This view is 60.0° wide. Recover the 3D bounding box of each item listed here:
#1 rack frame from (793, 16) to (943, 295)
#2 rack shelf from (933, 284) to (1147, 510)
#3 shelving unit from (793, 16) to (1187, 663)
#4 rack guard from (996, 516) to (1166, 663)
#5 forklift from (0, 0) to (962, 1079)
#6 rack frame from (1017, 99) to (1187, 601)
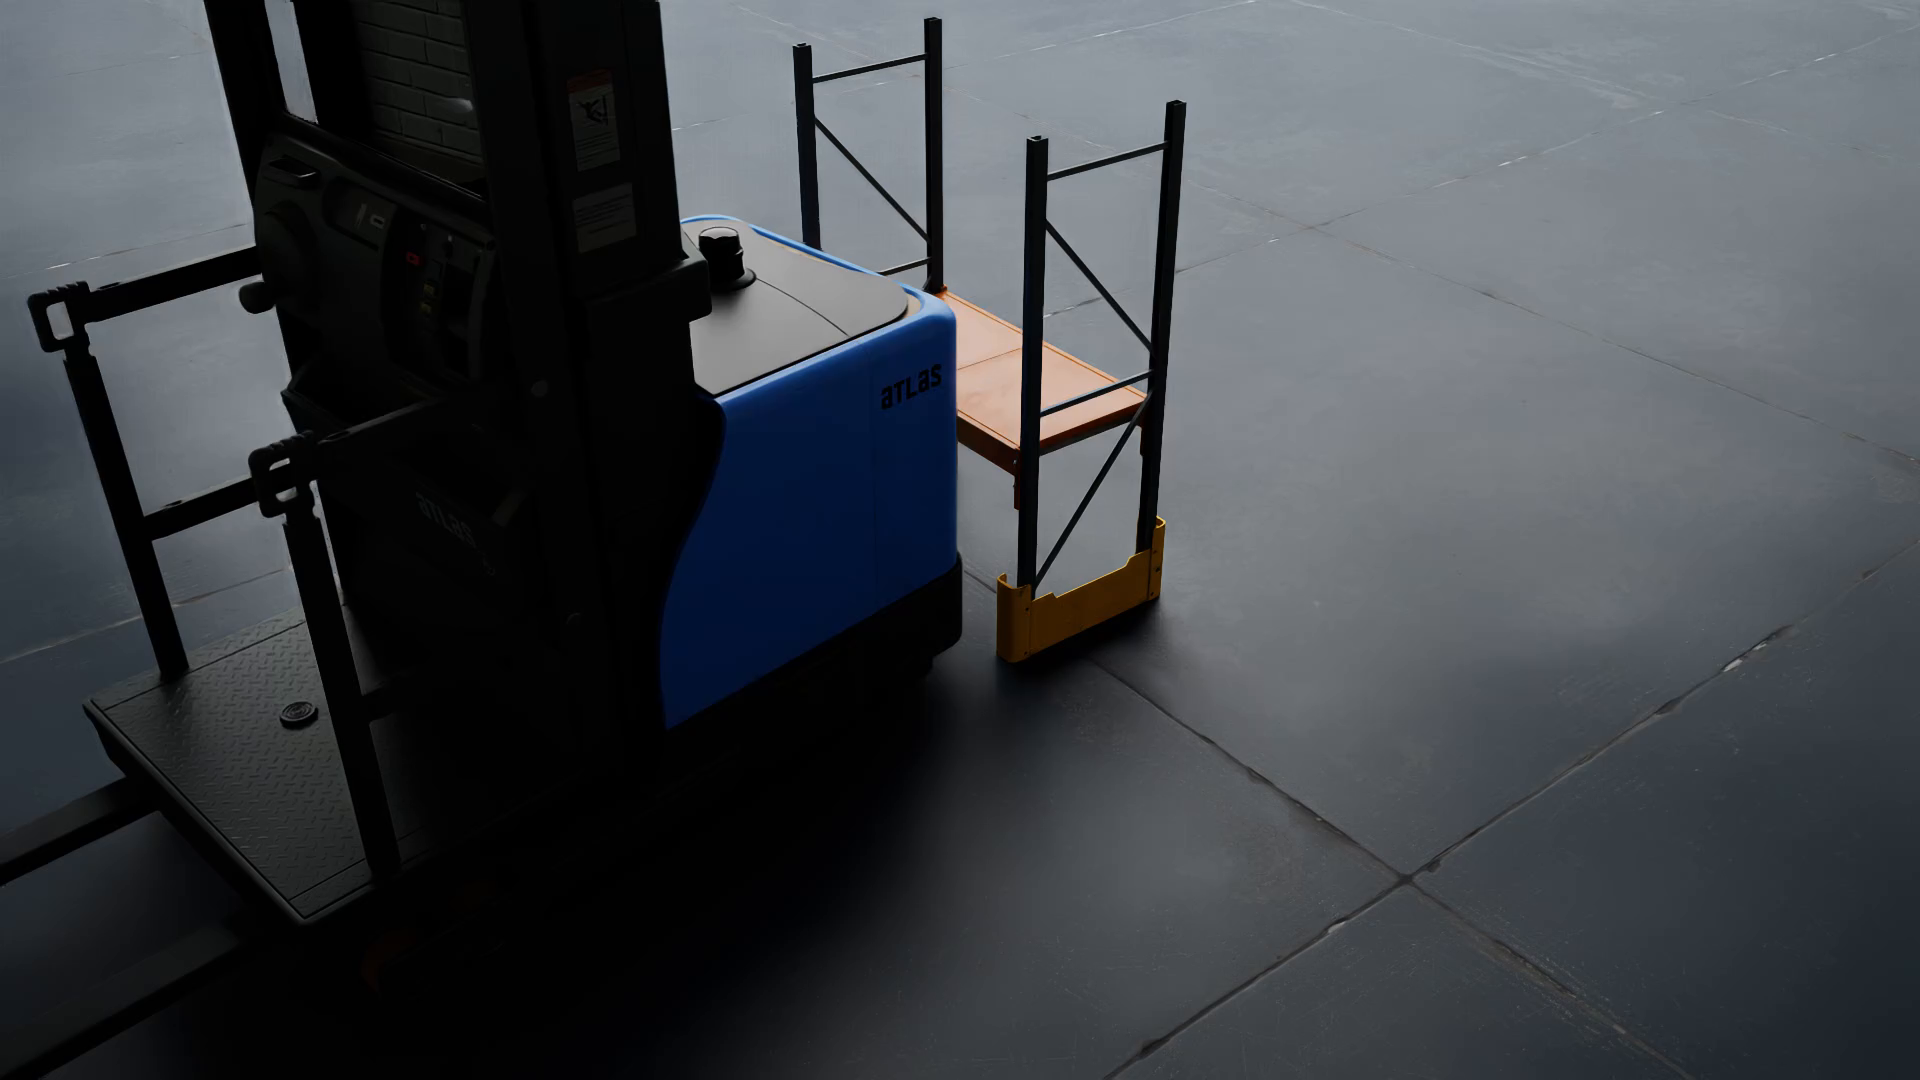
[{"bbox_3d":[-0.259,-0.813,5.138,0.500,1.500,0.032,-22,38,-31],"label":"rack frame"},{"bbox_3d":[0.052,-0.449,4.892,0.538,0.185,1.000,-22,38,-31],"label":"rack shelf"},{"bbox_3d":[0.047,-0.605,4.803,0.587,1.500,1.083,-22,38,-31],"label":"shelving unit"},{"bbox_3d":[0.352,0.133,4.799,0.587,0.250,0.087,-22,38,-31],"label":"rack guard"},{"bbox_3d":[-1.376,-0.543,3.346,1.130,2.935,3.031,27,41,36],"label":"forklift"},{"bbox_3d":[0.364,-0.390,4.456,0.500,1.500,0.032,-22,38,-31],"label":"rack frame"}]
